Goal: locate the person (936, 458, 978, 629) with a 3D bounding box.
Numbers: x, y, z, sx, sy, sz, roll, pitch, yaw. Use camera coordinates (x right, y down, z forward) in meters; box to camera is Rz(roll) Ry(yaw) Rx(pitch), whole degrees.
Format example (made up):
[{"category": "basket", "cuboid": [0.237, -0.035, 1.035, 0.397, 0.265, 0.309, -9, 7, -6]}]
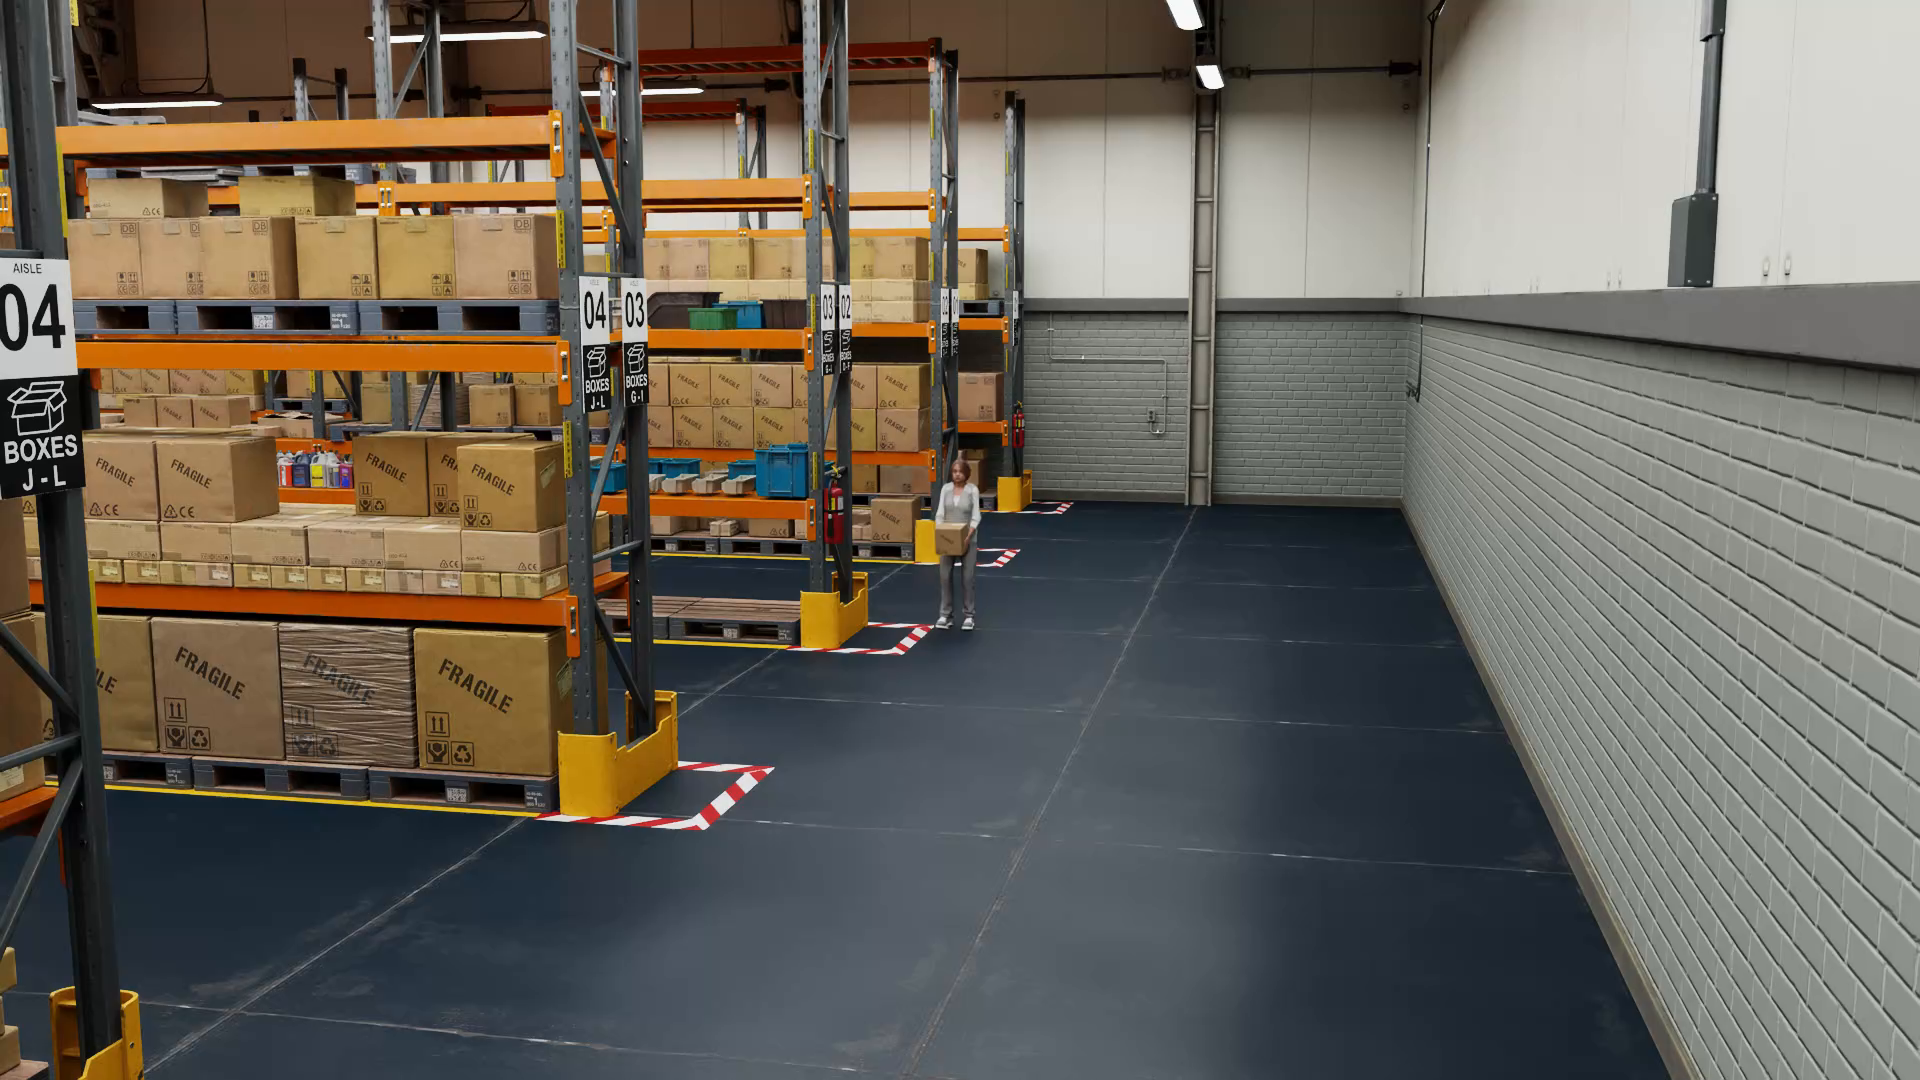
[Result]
[{"category": "person", "cuboid": [-0.032, 0.041, 15.539, 0.414, 1.603, 0.423, 2, 8, 15]}]
